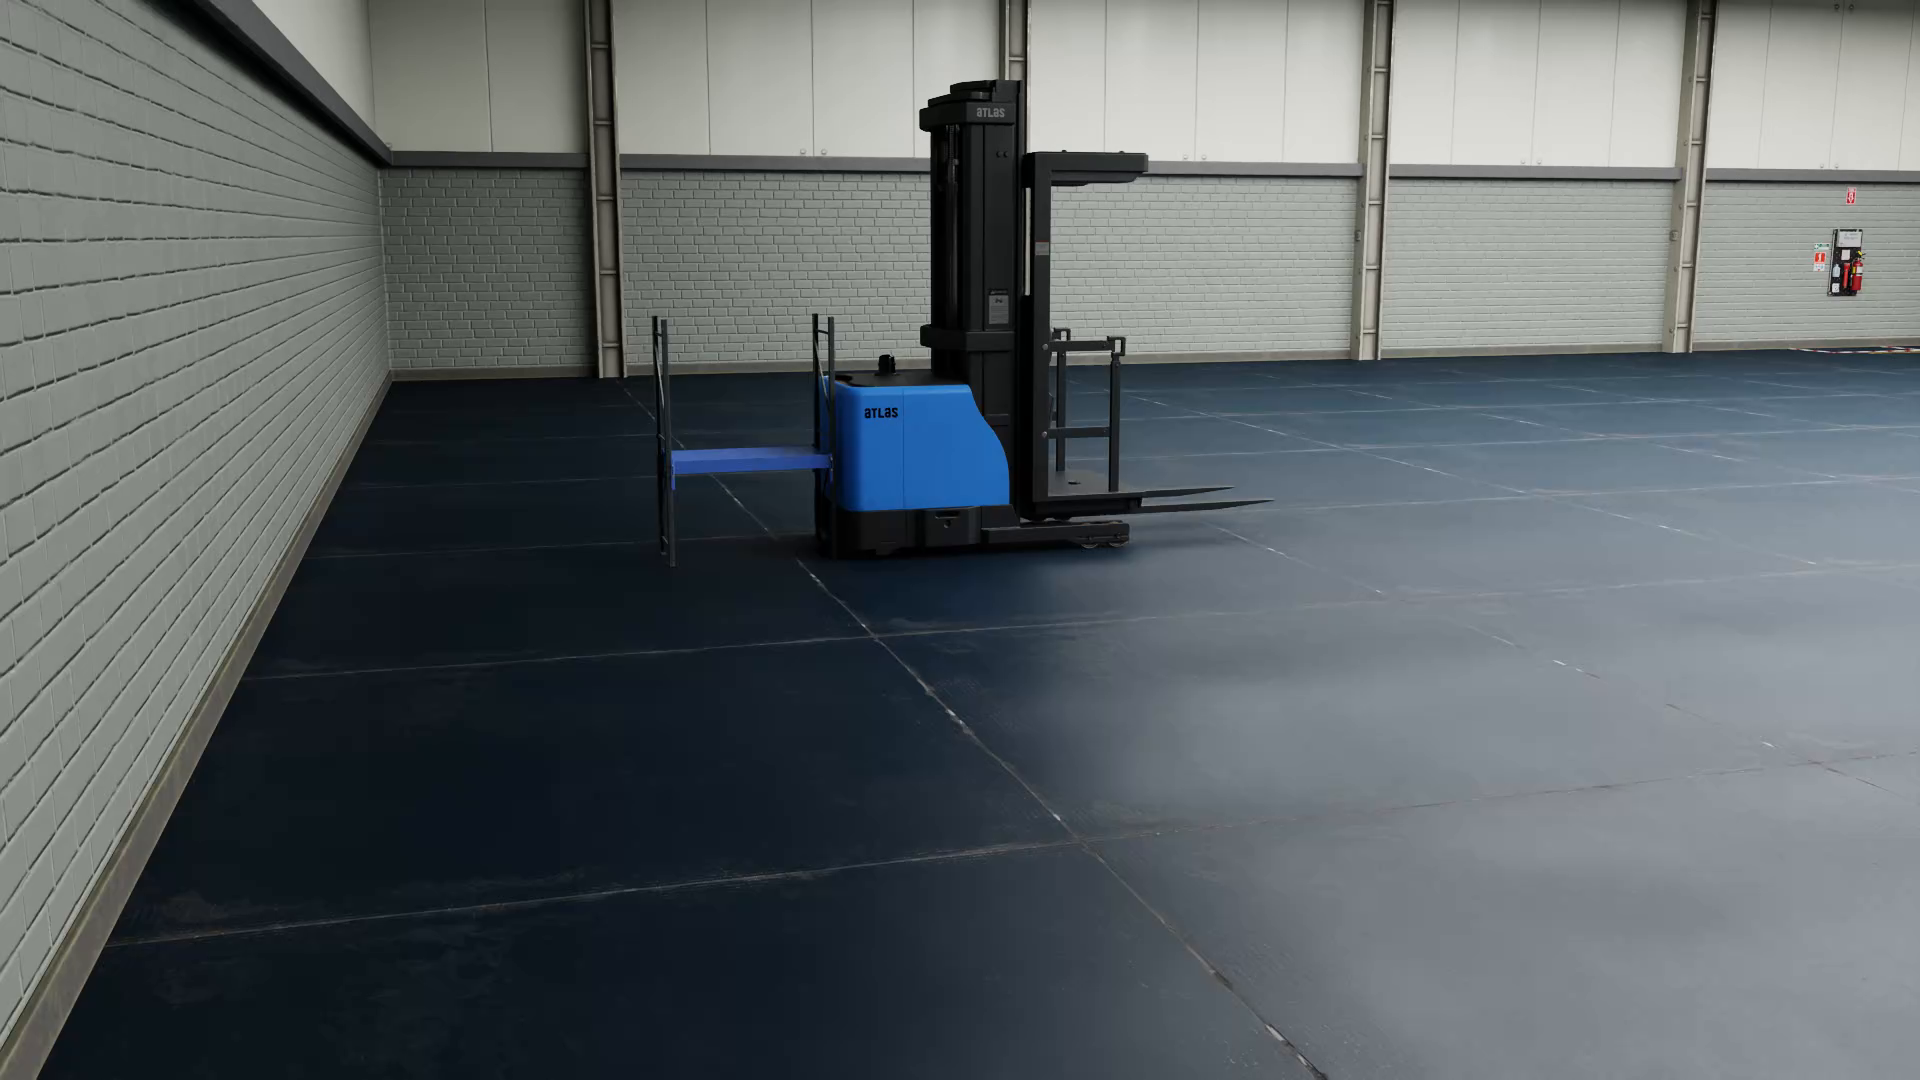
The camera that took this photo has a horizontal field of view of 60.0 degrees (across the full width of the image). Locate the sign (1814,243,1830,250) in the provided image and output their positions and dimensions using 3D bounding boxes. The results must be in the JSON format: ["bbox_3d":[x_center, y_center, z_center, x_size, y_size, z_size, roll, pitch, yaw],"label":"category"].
[{"bbox_3d":[15.155,-5.164,29.248,0.331,0.109,0.001,-3,11,-16],"label":"sign"}]

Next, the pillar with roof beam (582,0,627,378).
[{"bbox_3d":[-3.749,-6.003,18.798,0.400,9.000,9.100,-3,11,-16],"label":"pillar with roof beam"}]

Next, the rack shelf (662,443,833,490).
[{"bbox_3d":[-1.344,-0.466,10.429,1.000,0.185,0.538,-3,11,-17],"label":"rack shelf"}]

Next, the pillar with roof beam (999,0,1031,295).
[{"bbox_3d":[2.012,-6.306,20.448,0.400,9.000,9.100,-3,11,-16],"label":"pillar with roof beam"}]

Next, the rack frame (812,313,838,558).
[{"bbox_3d":[-0.859,-0.670,10.545,0.032,1.500,0.500,-3,11,-17],"label":"rack frame"}]

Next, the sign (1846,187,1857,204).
[{"bbox_3d":[15.672,-6.054,29.242,0.199,0.298,0.001,-3,11,-16],"label":"sign"}]

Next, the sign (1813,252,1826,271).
[{"bbox_3d":[15.148,-4.904,29.303,0.234,0.329,0.001,-3,11,-16],"label":"sign"}]

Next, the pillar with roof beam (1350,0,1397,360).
[{"bbox_3d":[7.773,-6.610,22.097,0.400,9.000,9.100,-3,11,-16],"label":"pillar with roof beam"}]

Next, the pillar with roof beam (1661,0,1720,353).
[{"bbox_3d":[13.534,-6.914,23.746,0.400,9.000,9.100,-3,11,-16],"label":"pillar with roof beam"}]

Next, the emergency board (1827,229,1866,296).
[{"bbox_3d":[15.708,-4.897,29.360,0.643,1.169,0.194,-3,11,-16],"label":"emergency board"}]

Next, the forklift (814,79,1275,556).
[{"bbox_3d":[0.597,-1.474,10.960,3.031,2.935,1.130,-3,11,-17],"label":"forklift"}]

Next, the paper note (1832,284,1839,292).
[{"bbox_3d":[15.519,-4.467,29.457,0.142,0.148,0.016,-3,11,-16],"label":"paper note"}]

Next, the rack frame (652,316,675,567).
[{"bbox_3d":[-1.830,-0.616,10.249,0.032,1.500,0.500,-3,11,-17],"label":"rack frame"}]

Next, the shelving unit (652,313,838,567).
[{"bbox_3d":[-1.344,-0.643,10.397,1.048,1.500,0.538,-3,11,-17],"label":"shelving unit"}]
